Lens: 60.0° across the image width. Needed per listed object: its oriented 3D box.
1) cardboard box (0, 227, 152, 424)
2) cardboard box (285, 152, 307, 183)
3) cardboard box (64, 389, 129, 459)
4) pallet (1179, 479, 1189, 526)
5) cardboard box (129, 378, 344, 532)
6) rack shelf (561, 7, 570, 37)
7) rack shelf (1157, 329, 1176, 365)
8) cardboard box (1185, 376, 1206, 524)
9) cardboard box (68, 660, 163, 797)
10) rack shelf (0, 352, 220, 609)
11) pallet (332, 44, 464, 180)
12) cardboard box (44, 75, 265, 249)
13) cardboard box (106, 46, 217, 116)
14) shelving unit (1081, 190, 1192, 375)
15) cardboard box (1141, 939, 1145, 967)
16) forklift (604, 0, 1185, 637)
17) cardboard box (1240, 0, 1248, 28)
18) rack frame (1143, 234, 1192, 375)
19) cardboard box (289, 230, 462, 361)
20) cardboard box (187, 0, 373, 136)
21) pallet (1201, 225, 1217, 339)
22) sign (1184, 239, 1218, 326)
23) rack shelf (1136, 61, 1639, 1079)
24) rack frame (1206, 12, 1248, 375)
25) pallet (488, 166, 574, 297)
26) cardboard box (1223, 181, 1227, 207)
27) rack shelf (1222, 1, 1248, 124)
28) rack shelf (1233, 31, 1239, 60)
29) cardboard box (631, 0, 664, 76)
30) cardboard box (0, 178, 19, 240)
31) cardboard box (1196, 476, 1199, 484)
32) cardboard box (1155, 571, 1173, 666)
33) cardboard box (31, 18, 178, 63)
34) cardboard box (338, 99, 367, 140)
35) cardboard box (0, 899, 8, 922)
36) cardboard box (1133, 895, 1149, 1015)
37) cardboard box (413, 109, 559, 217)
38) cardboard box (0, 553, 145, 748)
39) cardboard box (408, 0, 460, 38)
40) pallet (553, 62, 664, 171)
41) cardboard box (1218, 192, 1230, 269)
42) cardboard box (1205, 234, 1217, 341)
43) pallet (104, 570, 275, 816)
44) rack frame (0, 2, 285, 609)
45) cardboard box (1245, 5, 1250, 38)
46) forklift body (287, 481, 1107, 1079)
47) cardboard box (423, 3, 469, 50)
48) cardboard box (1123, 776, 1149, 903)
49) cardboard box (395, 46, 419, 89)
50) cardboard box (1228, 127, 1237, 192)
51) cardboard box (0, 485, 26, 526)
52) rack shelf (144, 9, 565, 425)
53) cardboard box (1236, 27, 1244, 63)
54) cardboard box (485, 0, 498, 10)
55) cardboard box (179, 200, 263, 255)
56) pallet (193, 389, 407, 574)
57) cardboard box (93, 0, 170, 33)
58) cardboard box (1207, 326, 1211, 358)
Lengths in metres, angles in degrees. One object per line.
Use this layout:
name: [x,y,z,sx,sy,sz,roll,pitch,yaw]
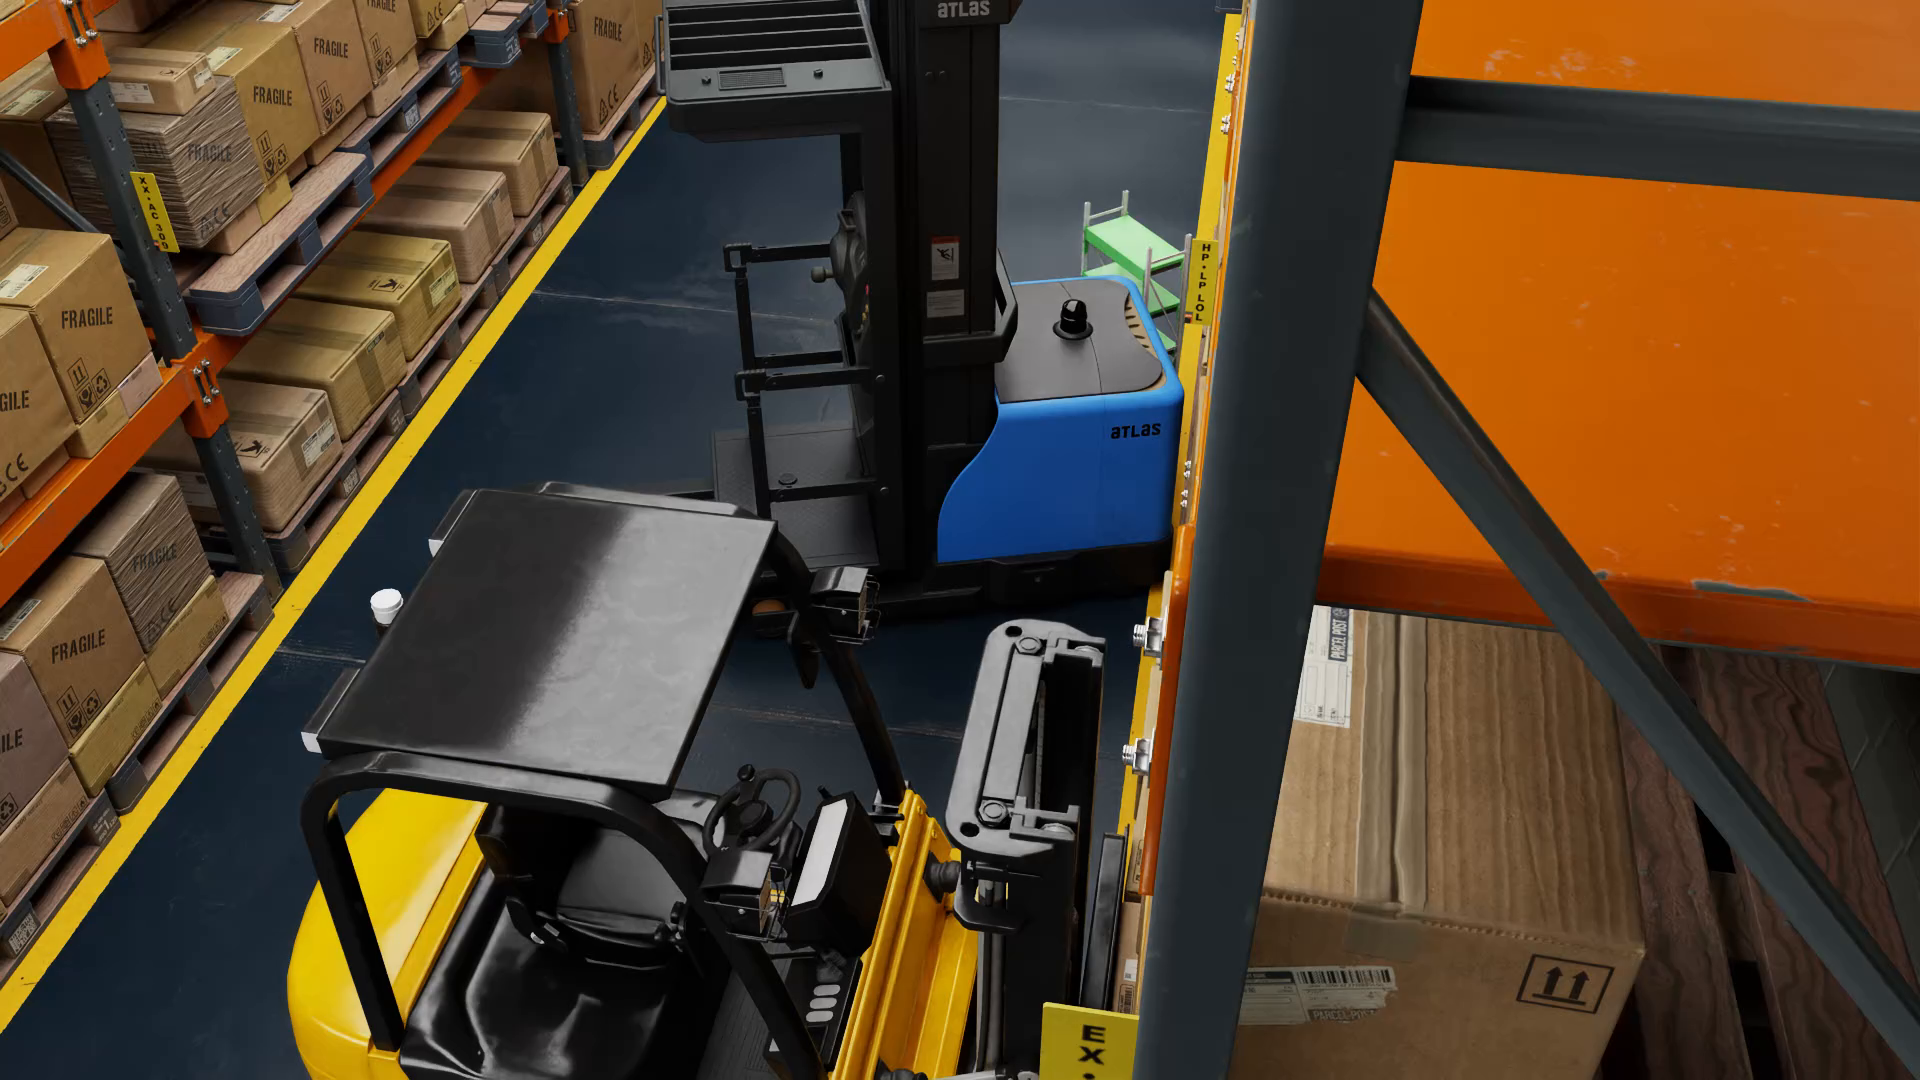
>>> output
cardboard box: [-3.367,-0.787,6.036,0.500,0.500,0.500,5,40,7]
cardboard box: [-3.103,-1.659,7.270,0.380,0.149,0.250,9,40,11]
cardboard box: [-3.327,-0.451,6.138,0.380,0.149,0.250,7,40,9]
pallet: [1.443,0.213,7.327,1.003,0.211,1.213,6,40,8]
cardboard box: [-3.447,-0.418,7.635,0.950,0.372,0.625,7,40,8]
rack shelf: [-2.497,-4.428,11.317,1.077,0.370,4.000,6,40,8]
rack shelf: [0.817,-0.967,8.078,0.258,0.148,0.480,-21,44,-24]
cardboard box: [1.020,-0.184,5.540,0.500,0.500,0.500,5,40,6]
cardboard box: [-3.455,0.694,6.385,0.500,0.250,0.500,5,40,6]
rack shelf: [-3.881,0.592,5.244,1.077,0.370,4.000,6,40,8]
pallet: [-3.145,-2.130,8.122,1.003,0.211,1.213,6,40,8]
cardboard box: [-3.172,-1.518,6.590,0.500,0.500,0.500,7,40,9]
cardboard box: [-3.106,-1.761,6.376,0.380,0.149,0.250,6,40,7]
shelving unit: [0.817,-1.016,8.037,0.258,1.200,0.503,-21,44,-24]
cardboard box: [0.599,0.815,3.589,0.380,0.149,0.250,7,40,9]
forklift: [-0.620,-1.069,6.743,3.031,2.935,1.130,-6,40,-7]
cardboard box: [1.704,-2.791,8.498,0.500,0.250,0.500,6,40,8]
rack frame: [0.944,-0.883,7.877,0.240,1.200,0.015,-21,44,-24]
cardboard box: [-3.207,-1.307,8.709,0.950,0.372,0.625,8,40,9]
cardboard box: [-2.987,-2.141,7.344,0.500,0.500,0.500,6,40,7]
pallet: [1.865,-1.318,9.179,1.003,0.211,1.213,6,40,8]
sign: [0.818,-0.864,5.595,0.100,0.325,0.005,6,40,8]
rack shelf: [1.008,-0.019,3.629,1.077,0.370,4.000,6,40,8]
rack frame: [1.354,-0.395,5.874,1.000,3.000,0.127,6,40,8]
pallet: [-2.980,-1.885,9.865,1.003,0.211,1.213,6,40,8]
cardboard box: [1.231,-1.414,6.518,0.380,0.149,0.250,5,40,6]
rack shelf: [1.700,-2.529,6.665,1.077,0.370,4.000,6,40,8]
rack shelf: [2.392,-3.883,10.657,1.077,0.370,4.000,6,40,8]
cardboard box: [-2.483,-3.777,11.302,0.875,0.875,0.875,7,40,8]
cardboard box: [-3.825,-1.226,5.783,0.700,0.500,0.500,6,40,7]
cardboard box: [0.550,0.098,2.621,0.396,0.266,0.258,6,40,8]
cardboard box: [0.961,0.387,5.972,0.500,0.250,0.500,6,40,7]
cardboard box: [-3.597,-1.882,7.030,0.500,0.500,0.500,7,40,8]
cardboard box: [-2.972,-1.971,7.647,0.380,0.149,0.250,7,40,8]
cardboard box: [-3.638,1.329,5.617,0.500,0.250,0.500,9,40,11]
cardboard box: [0.676,1.093,3.996,0.500,0.500,0.500,6,40,7]
cardboard box: [-2.951,-2.246,9.845,0.950,0.372,0.625,4,40,5]
cardboard box: [-3.460,0.389,6.165,0.500,0.500,0.500,7,40,8]
cardboard box: [-2.813,-2.807,8.149,0.500,0.500,0.500,4,40,5]
pallet: [-2.632,-2.862,11.046,1.003,0.211,1.213,6,40,8]
cardboard box: [0.913,-0.580,3.255,0.797,0.503,0.637,8,40,9]
cardboard box: [1.265,-0.998,6.721,0.500,0.250,0.500,6,40,7]
pallet: [-3.617,0.560,6.907,1.003,0.211,1.213,6,40,8]
rack frame: [-3.535,-0.940,6.533,1.000,3.000,0.127,6,40,8]
cardboard box: [0.977,-1.406,4.532,0.380,0.149,0.250,7,40,9]
forklift body: [-0.807,1.051,4.791,2.313,2.155,1.214,6,40,8]
cardboard box: [-2.728,-2.613,8.424,0.380,0.149,0.250,7,40,8]
cardboard box: [0.788,1.020,5.206,0.500,0.250,0.500,8,40,9]
cardboard box: [-2.858,-2.303,8.048,0.380,0.149,0.250,5,40,6]
cardboard box: [0.844,-0.924,3.949,0.380,0.149,0.250,8,40,9]
cardboard box: [-3.506,-0.141,5.763,0.380,0.149,0.250,6,40,7]
rack shelf: [-3.189,-1.918,8.280,1.077,0.370,4.000,6,40,8]
cardboard box: [1.533,-2.148,7.719,0.500,0.250,0.500,5,40,7]
cardboard box: [-2.643,-2.944,8.825,0.380,0.149,0.250,6,40,7]
cardboard box: [-3.128,-1.317,6.856,0.380,0.149,0.250,7,40,8]
pallet: [-3.402,-0.354,8.013,1.003,0.211,1.213,6,40,8]
cardboard box: [-3.571,-2.254,6.971,0.380,0.149,0.250,5,40,6]
cardboard box: [1.187,-0.866,6.169,0.500,0.250,0.500,6,40,7]
